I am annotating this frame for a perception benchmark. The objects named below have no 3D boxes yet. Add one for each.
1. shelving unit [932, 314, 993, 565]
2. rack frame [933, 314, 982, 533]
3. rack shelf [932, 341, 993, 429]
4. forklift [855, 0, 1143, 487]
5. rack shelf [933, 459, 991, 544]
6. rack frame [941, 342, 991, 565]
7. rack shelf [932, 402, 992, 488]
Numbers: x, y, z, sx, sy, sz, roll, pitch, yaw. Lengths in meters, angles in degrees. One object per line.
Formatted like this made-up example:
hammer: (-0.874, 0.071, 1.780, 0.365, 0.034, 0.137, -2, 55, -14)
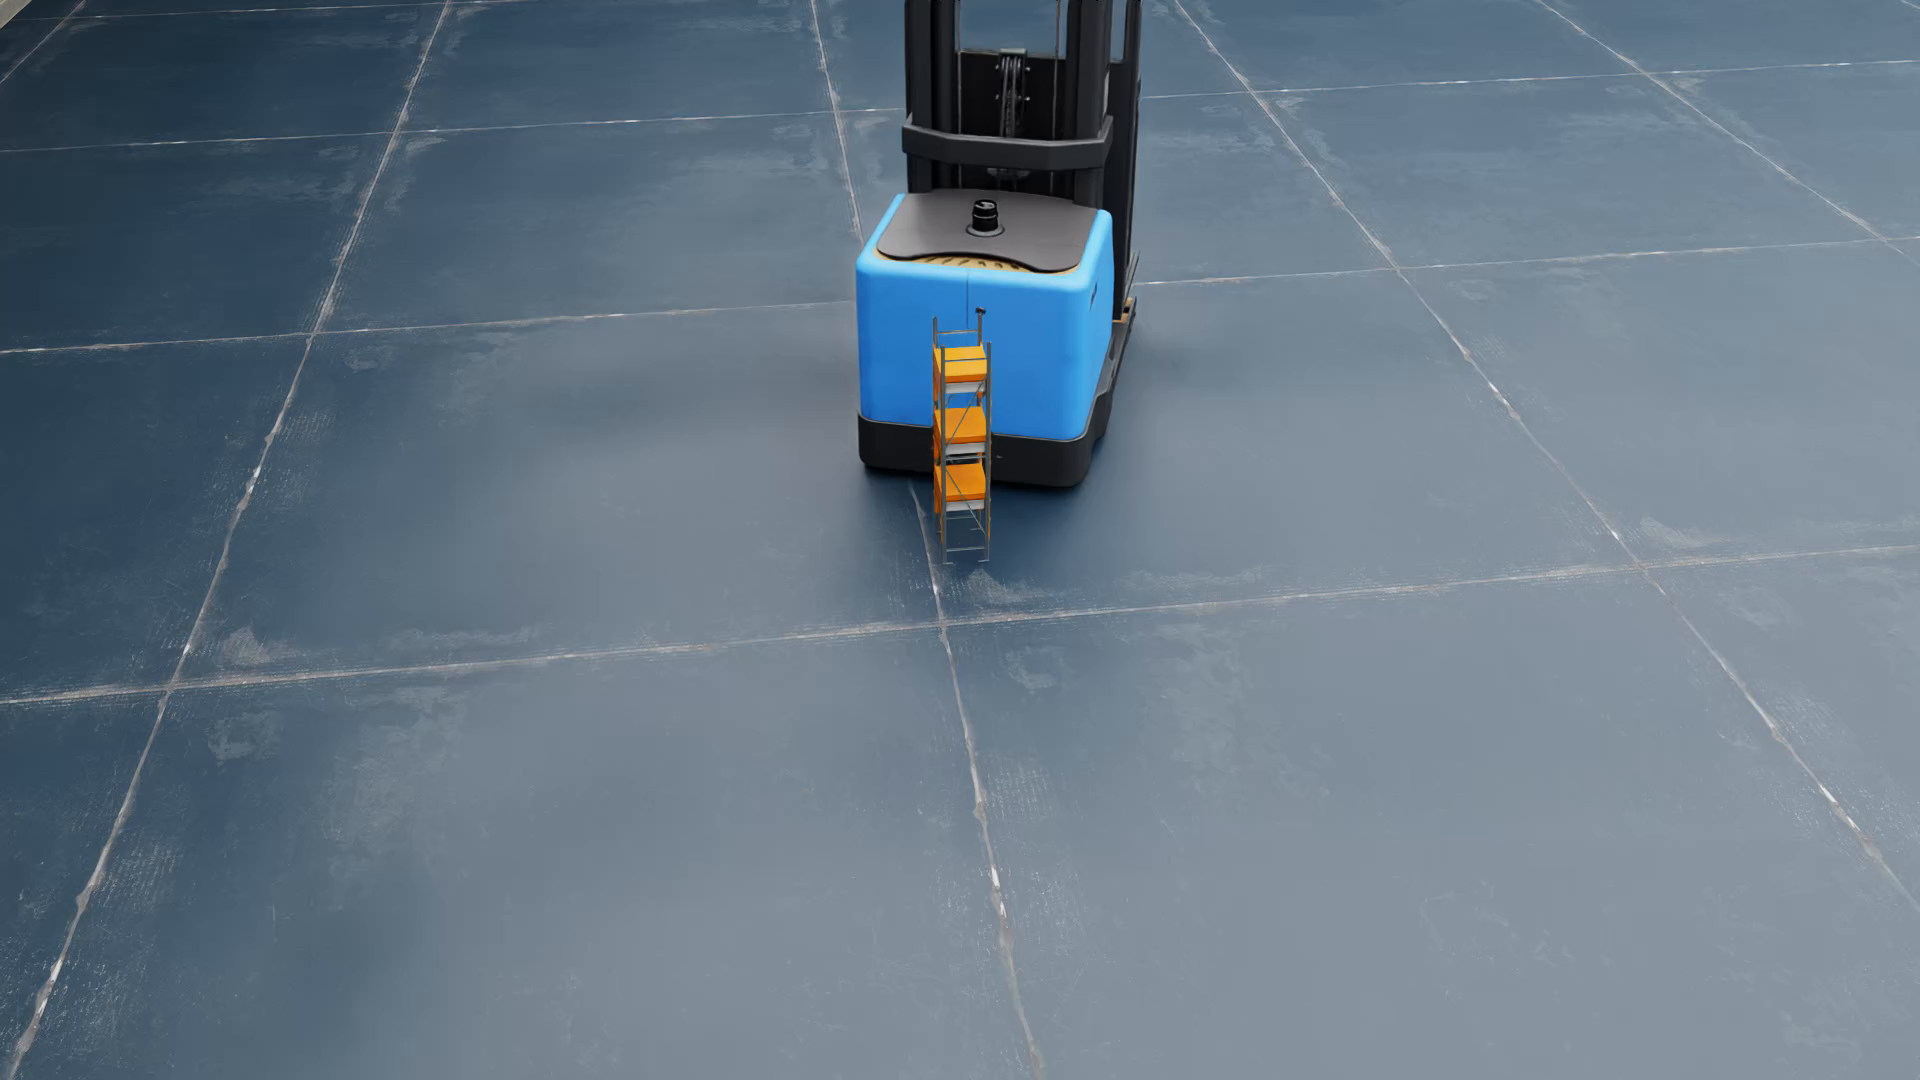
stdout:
shelving unit: (0.007, -0.404, 6.911, 0.215, 1.050, 0.252, -4, 35, -6)
rack frame: (-0.009, -0.472, 7.010, 0.200, 1.050, 0.008, -4, 35, -6)
rack shelf: (0.007, -0.630, 6.757, 0.215, 0.259, 0.240, -4, 35, -6)
forklift: (0.335, -2.272, 7.982, 1.130, 2.935, 3.031, 7, 35, 10)
rack shelf: (0.007, -0.166, 7.073, 0.215, 0.259, 0.240, -4, 35, -6)
rack frame: (0.024, -0.336, 6.811, 0.200, 1.050, 0.008, -4, 35, -6)
rack shelf: (0.007, -0.395, 6.916, 0.215, 0.259, 0.240, -4, 35, -6)
